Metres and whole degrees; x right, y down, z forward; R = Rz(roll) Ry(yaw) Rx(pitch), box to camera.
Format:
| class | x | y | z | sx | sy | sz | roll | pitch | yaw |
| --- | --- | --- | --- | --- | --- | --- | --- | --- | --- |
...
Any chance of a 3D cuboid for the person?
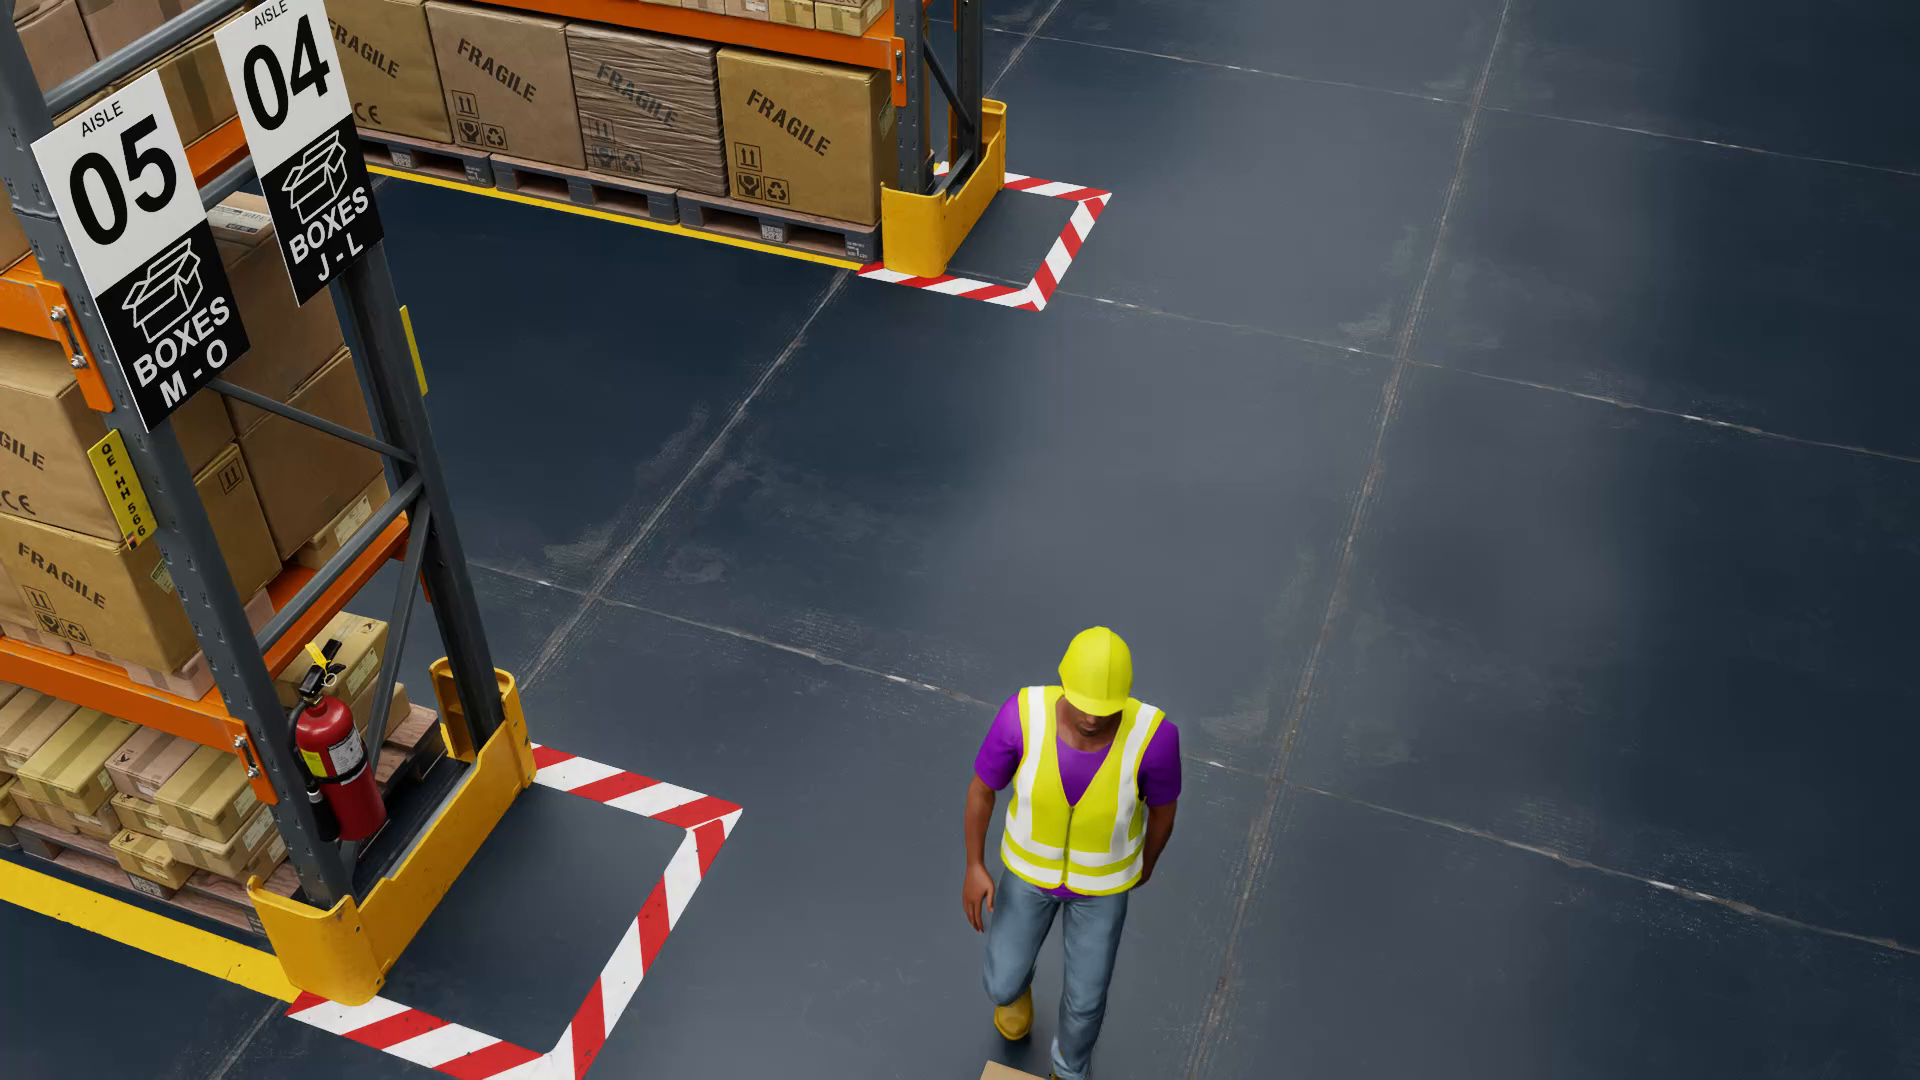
| class | x | y | z | sx | sy | sz | roll | pitch | yaw |
| --- | --- | --- | --- | --- | --- | --- | --- | --- | --- |
| person | 0.306 | 1.052 | 5.002 | 0.626 | 1.751 | 0.655 | 8 | 42 | 9 |
